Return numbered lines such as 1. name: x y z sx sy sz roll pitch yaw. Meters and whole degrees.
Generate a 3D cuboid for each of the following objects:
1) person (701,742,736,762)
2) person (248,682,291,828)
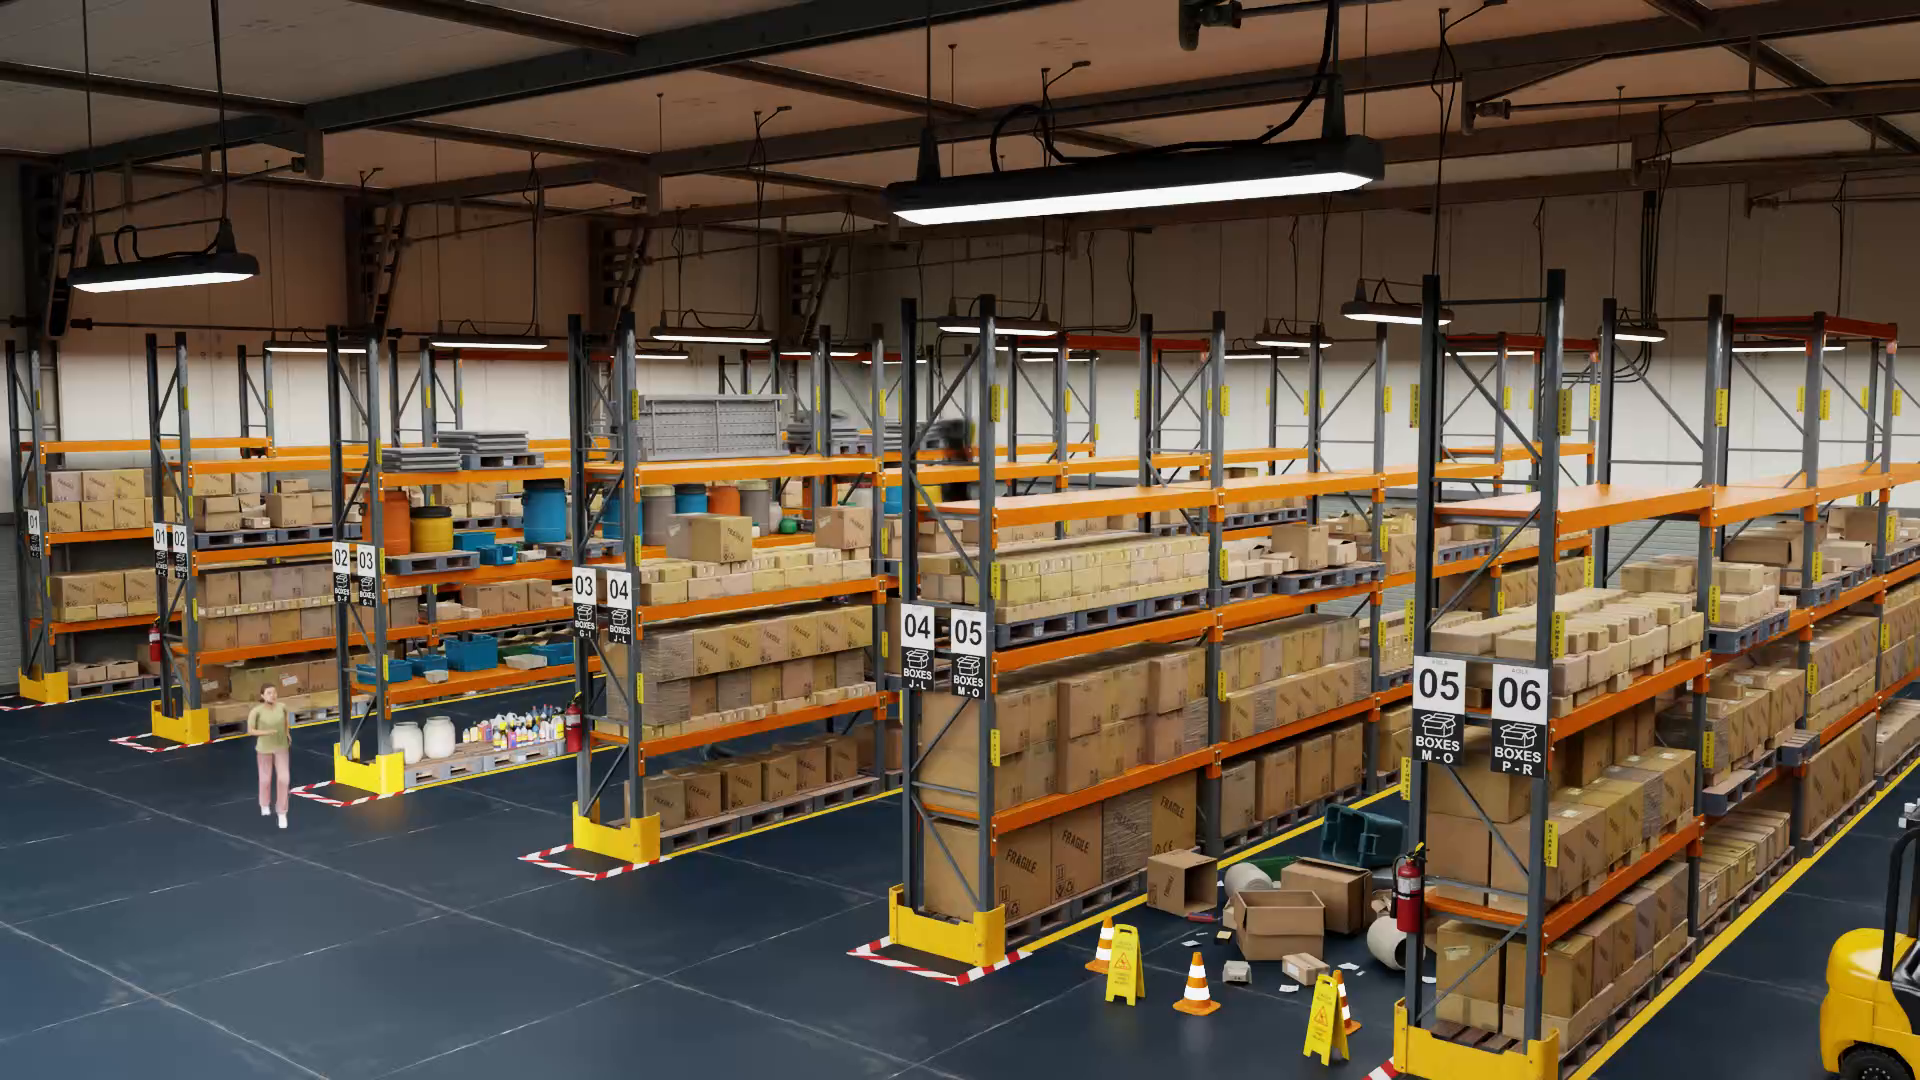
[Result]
1. person: -3.220 2.347 21.955 0.685 1.715 0.671 3 6 33
2. person: -8.234 2.545 19.852 0.519 1.722 0.824 -3 6 -31
